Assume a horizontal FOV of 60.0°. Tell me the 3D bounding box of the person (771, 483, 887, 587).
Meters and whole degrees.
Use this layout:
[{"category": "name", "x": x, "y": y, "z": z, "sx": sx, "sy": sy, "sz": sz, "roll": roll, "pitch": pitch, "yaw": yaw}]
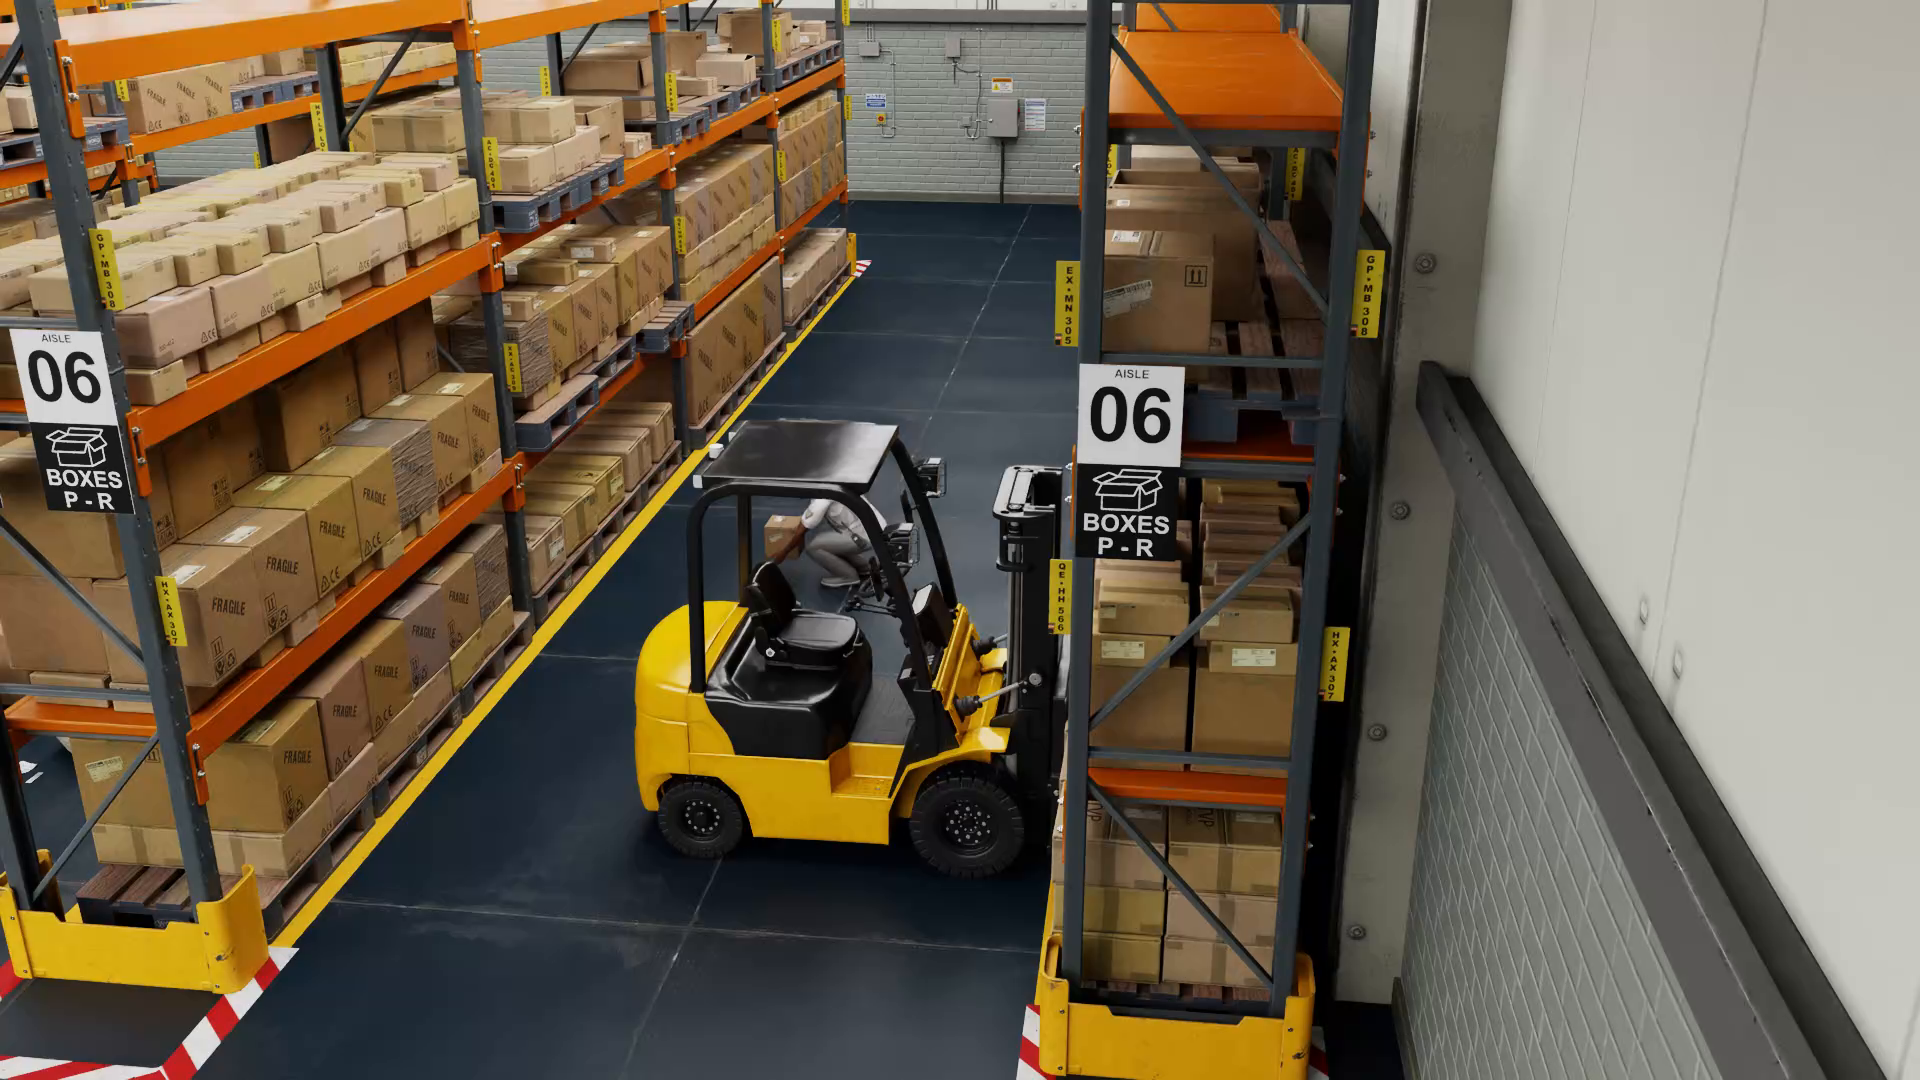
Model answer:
[{"category": "person", "x": -0.978, "y": -0.141, "z": 12.443, "sx": 0.843, "sy": 0.954, "sz": 0.493, "roll": 2, "pitch": 21, "yaw": 6}]
